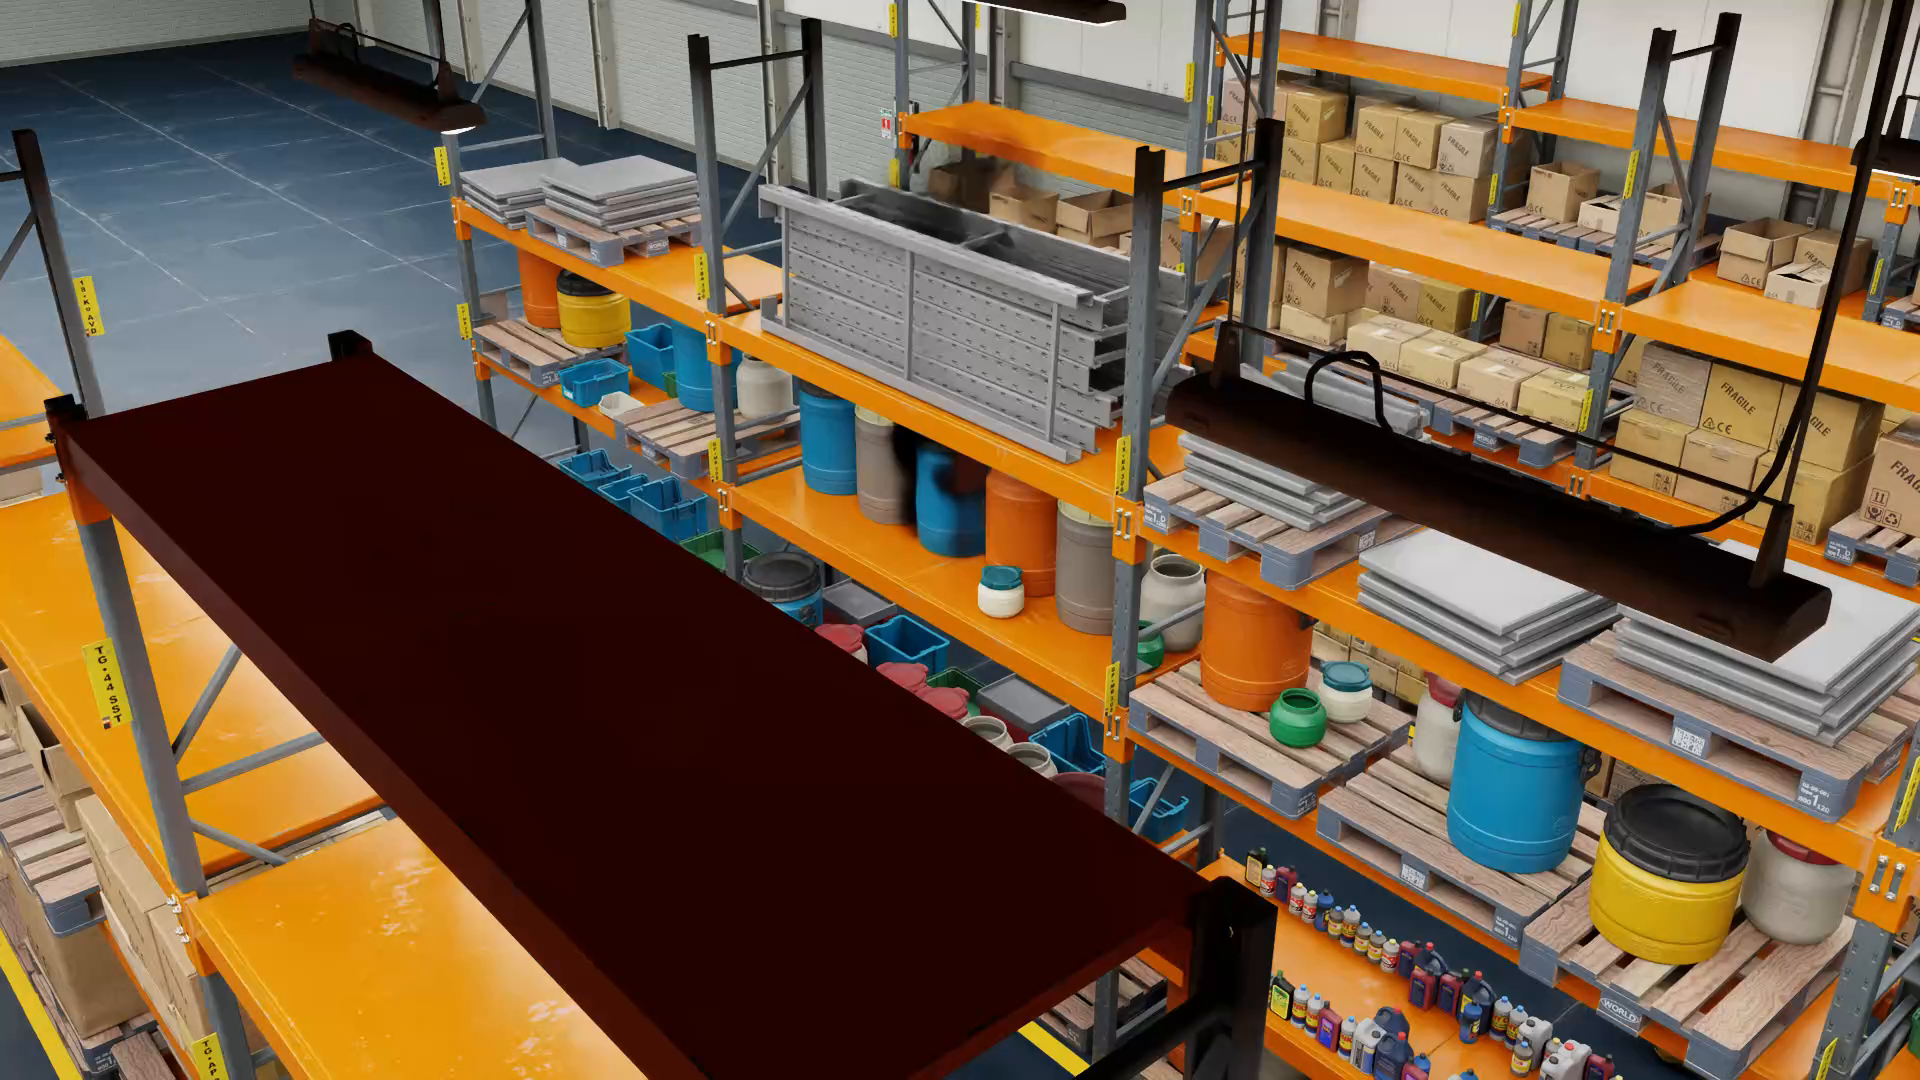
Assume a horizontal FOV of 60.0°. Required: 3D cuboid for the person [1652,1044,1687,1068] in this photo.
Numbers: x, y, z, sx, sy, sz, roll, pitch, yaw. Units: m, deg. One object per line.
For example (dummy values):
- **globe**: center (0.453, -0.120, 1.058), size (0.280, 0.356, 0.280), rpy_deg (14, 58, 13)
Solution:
- **person**: center (4.440, 2.552, 10.652), size (0.923, 1.726, 0.685), rpy_deg (24, 35, 38)
